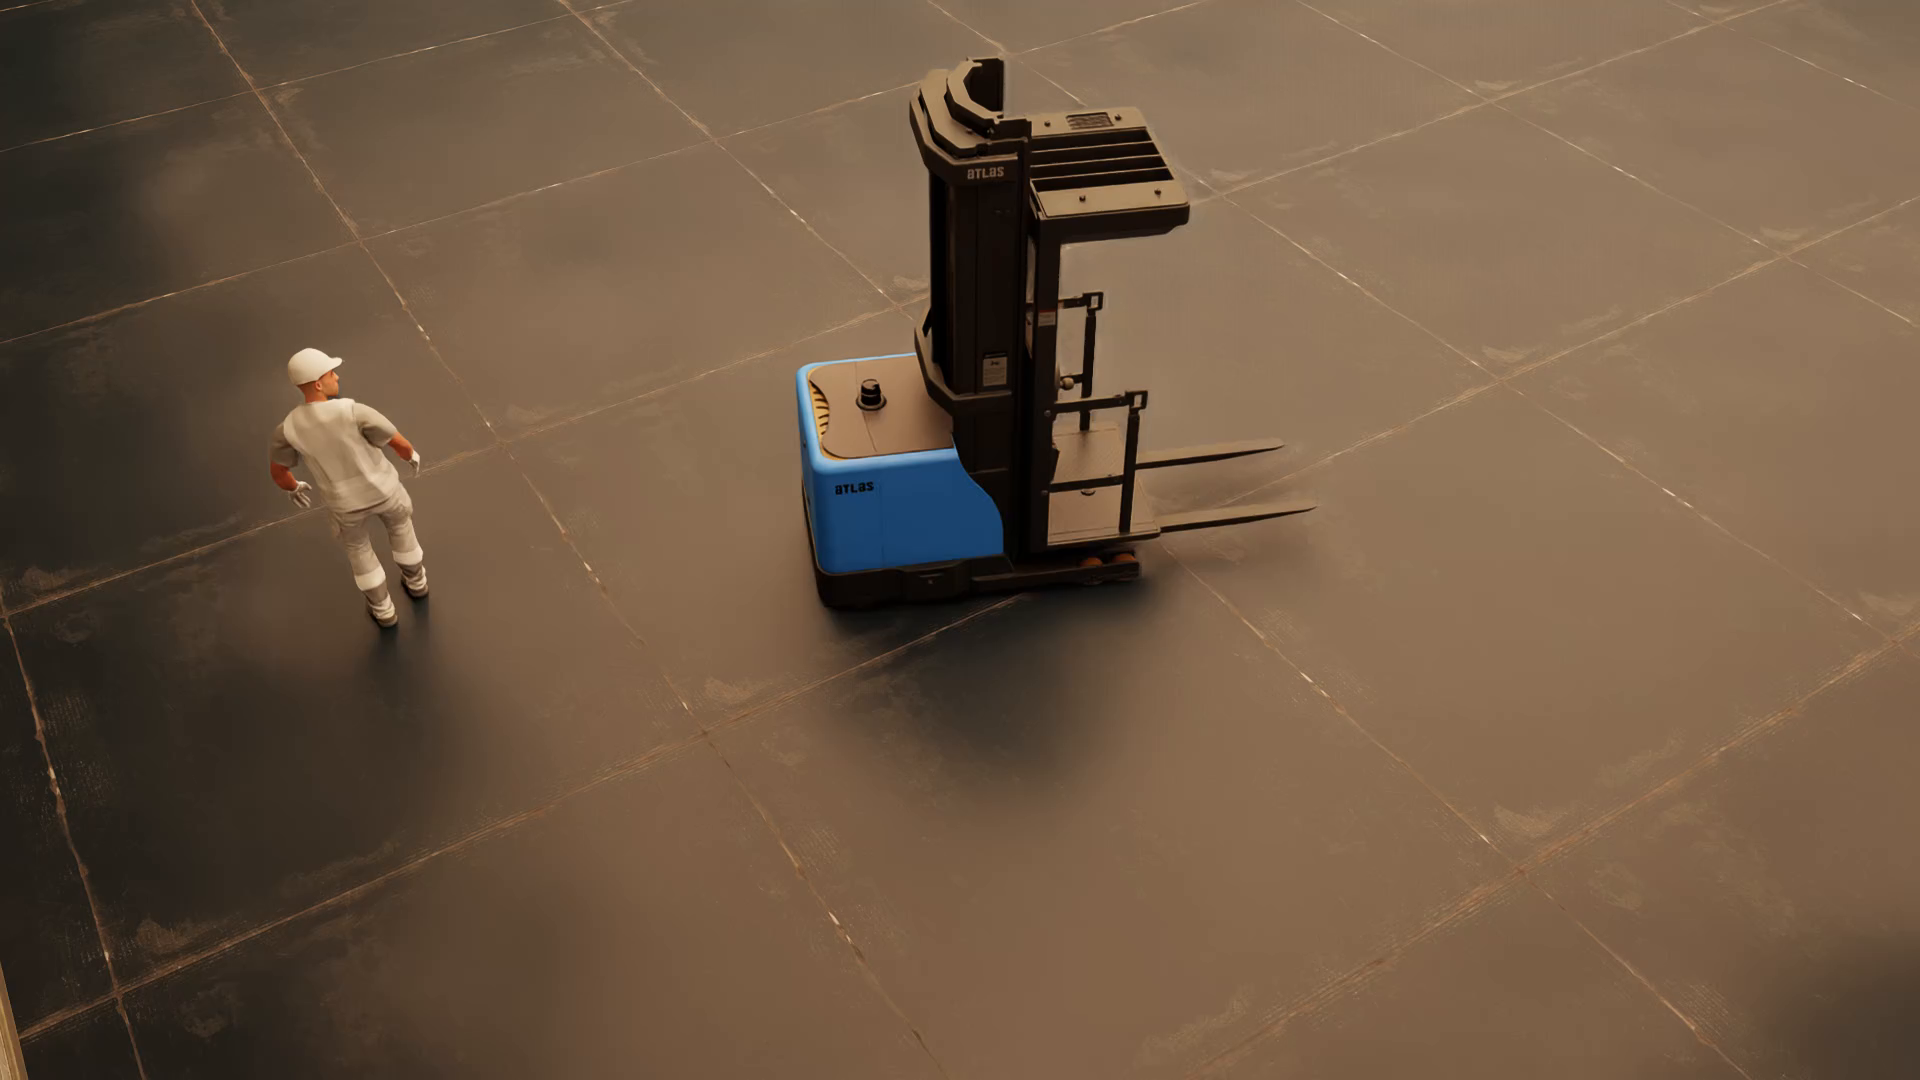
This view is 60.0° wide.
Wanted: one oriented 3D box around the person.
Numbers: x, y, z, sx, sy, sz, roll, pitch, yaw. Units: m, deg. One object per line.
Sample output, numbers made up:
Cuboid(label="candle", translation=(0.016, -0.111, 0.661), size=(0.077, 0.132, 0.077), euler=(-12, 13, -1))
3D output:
Cuboid(label="person", translation=(-3.307, -0.324, 9.120), size=(0.751, 1.777, 0.513), euler=(-13, 43, -15))

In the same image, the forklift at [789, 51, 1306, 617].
Cuboid(label="forklift", translation=(0.581, -1.228, 9.276), size=(3.031, 2.935, 1.130), euler=(-12, 43, -13))
